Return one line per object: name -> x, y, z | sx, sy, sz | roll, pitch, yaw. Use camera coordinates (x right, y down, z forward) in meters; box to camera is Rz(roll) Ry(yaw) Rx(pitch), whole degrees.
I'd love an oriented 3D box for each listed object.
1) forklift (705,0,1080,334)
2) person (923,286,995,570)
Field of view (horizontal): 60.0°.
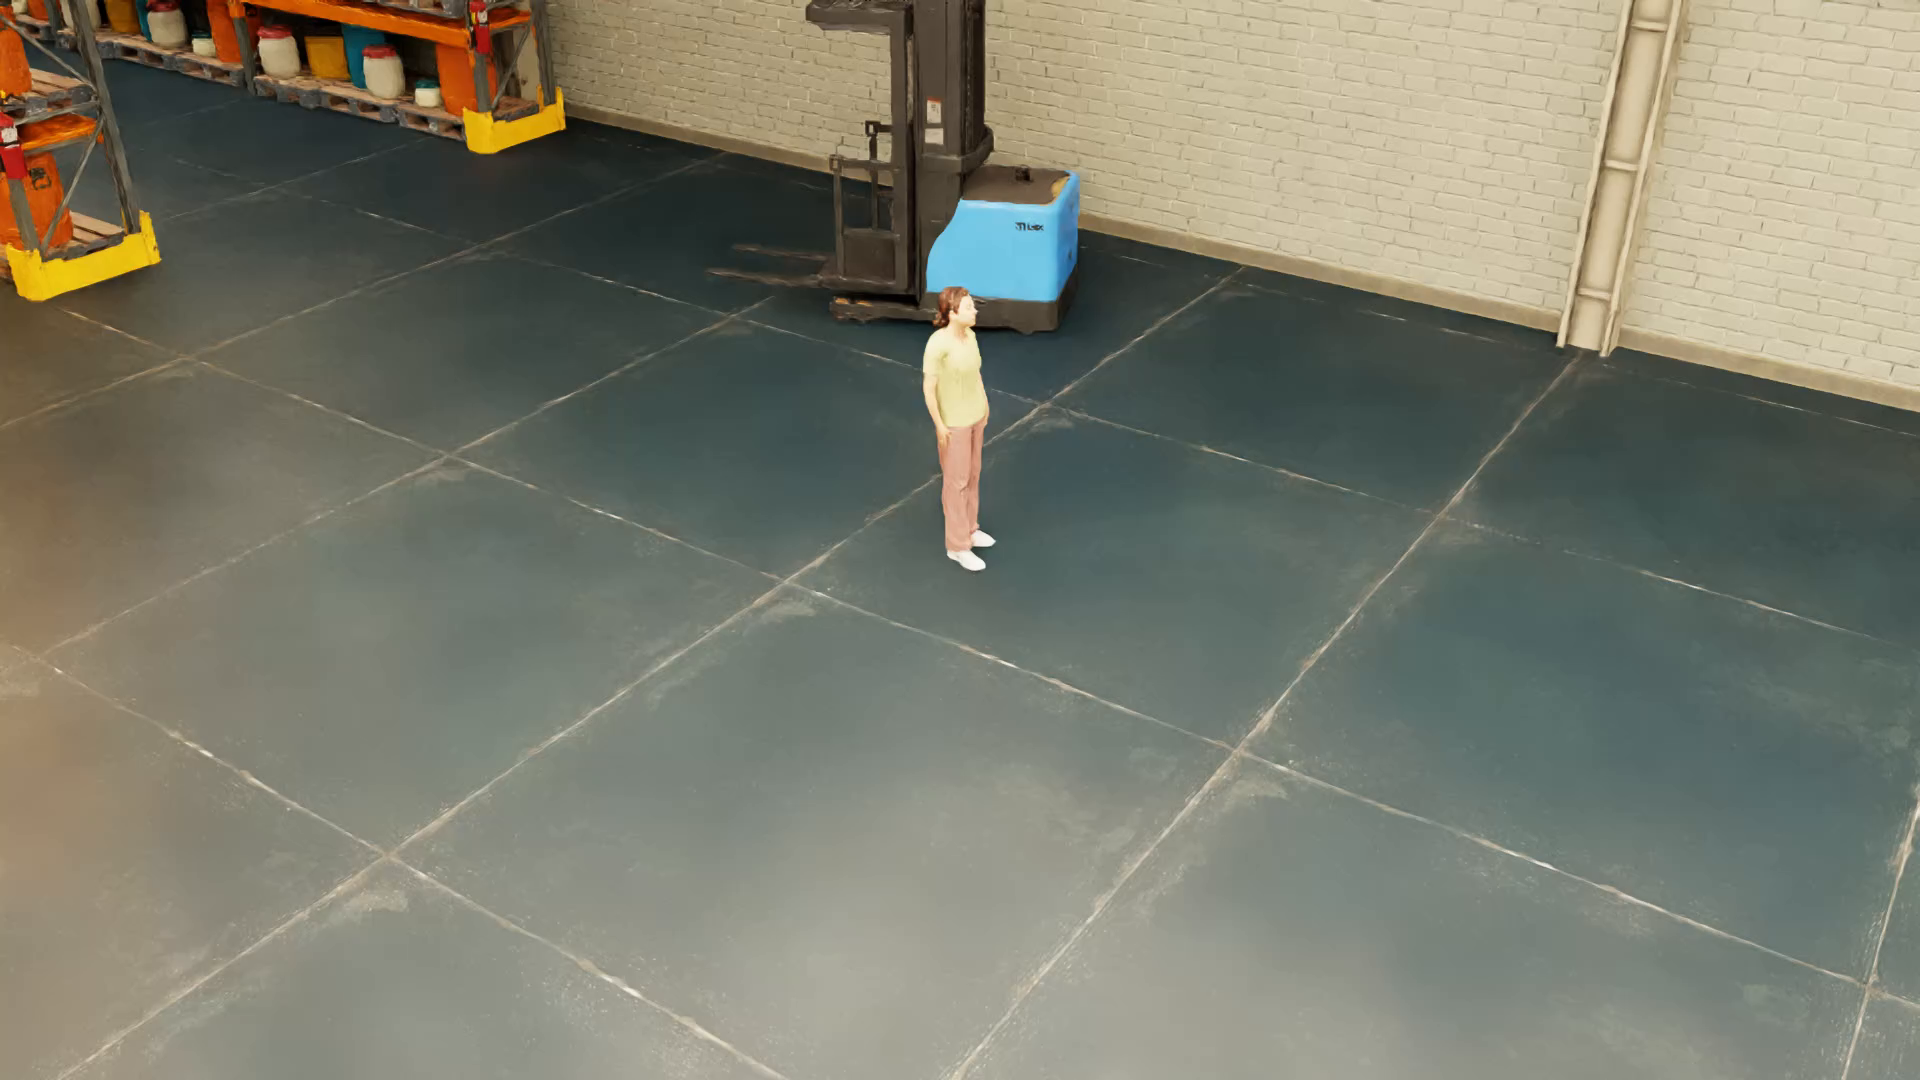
forklift -> -0.585, -3.298, 13.261 | 3.031, 2.935, 1.130 | 7, 31, 12
person -> 0.055, -0.706, 10.032 | 0.548, 1.674, 0.554 | 19, 35, 29
